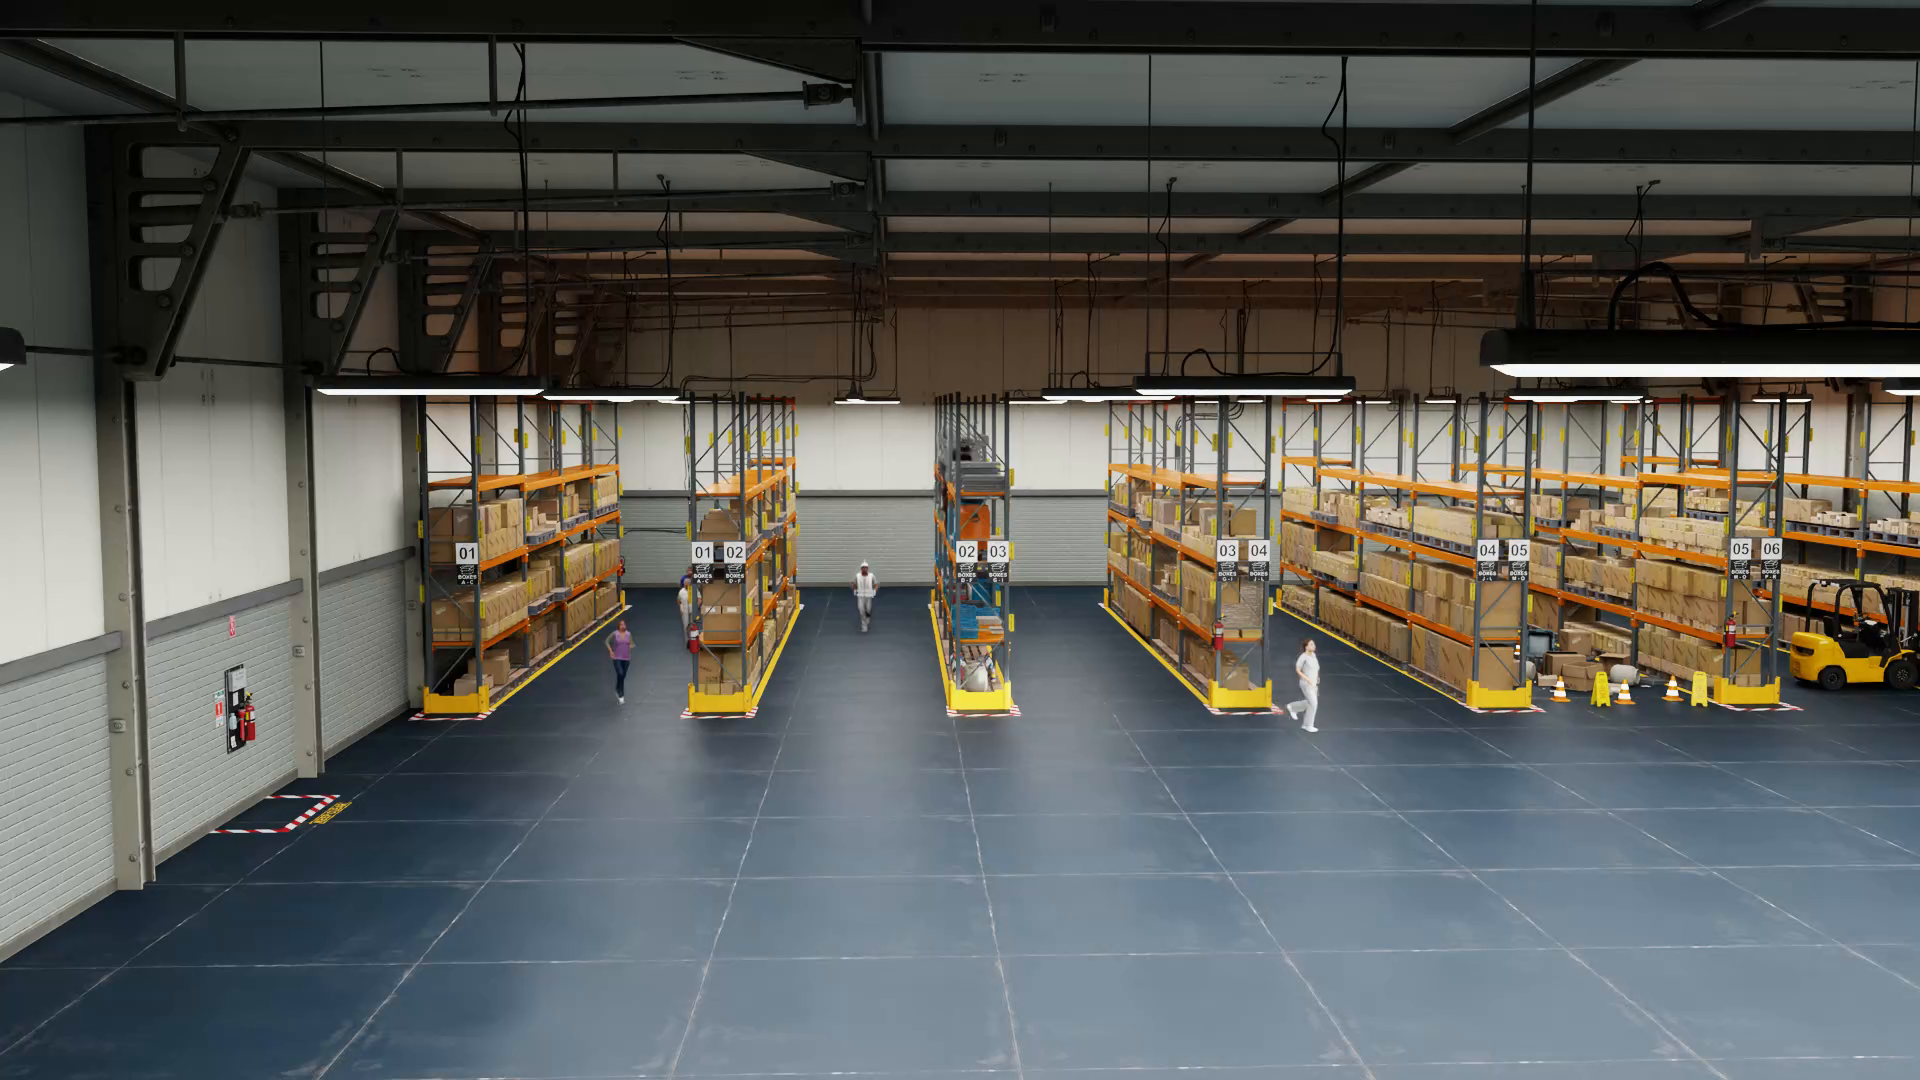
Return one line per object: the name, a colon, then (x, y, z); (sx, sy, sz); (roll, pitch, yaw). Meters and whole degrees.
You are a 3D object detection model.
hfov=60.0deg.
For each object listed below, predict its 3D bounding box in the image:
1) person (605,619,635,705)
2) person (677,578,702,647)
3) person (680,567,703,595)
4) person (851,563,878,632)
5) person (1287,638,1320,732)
person: (-6.562, 2.347, 32.210); (0.522, 1.647, 0.736); (-3, 5, -31)
person: (-6.458, 1.738, 39.697); (0.581, 1.678, 0.728); (0, 5, -3)
person: (-7.002, 1.486, 43.324); (0.562, 1.568, 0.674); (0, 5, 1)
person: (-2.445, 1.451, 42.564); (0.681, 1.759, 0.778); (0, 5, -3)
person: (6.094, 2.550, 29.530); (0.636, 1.656, 0.575); (4, 6, 43)
